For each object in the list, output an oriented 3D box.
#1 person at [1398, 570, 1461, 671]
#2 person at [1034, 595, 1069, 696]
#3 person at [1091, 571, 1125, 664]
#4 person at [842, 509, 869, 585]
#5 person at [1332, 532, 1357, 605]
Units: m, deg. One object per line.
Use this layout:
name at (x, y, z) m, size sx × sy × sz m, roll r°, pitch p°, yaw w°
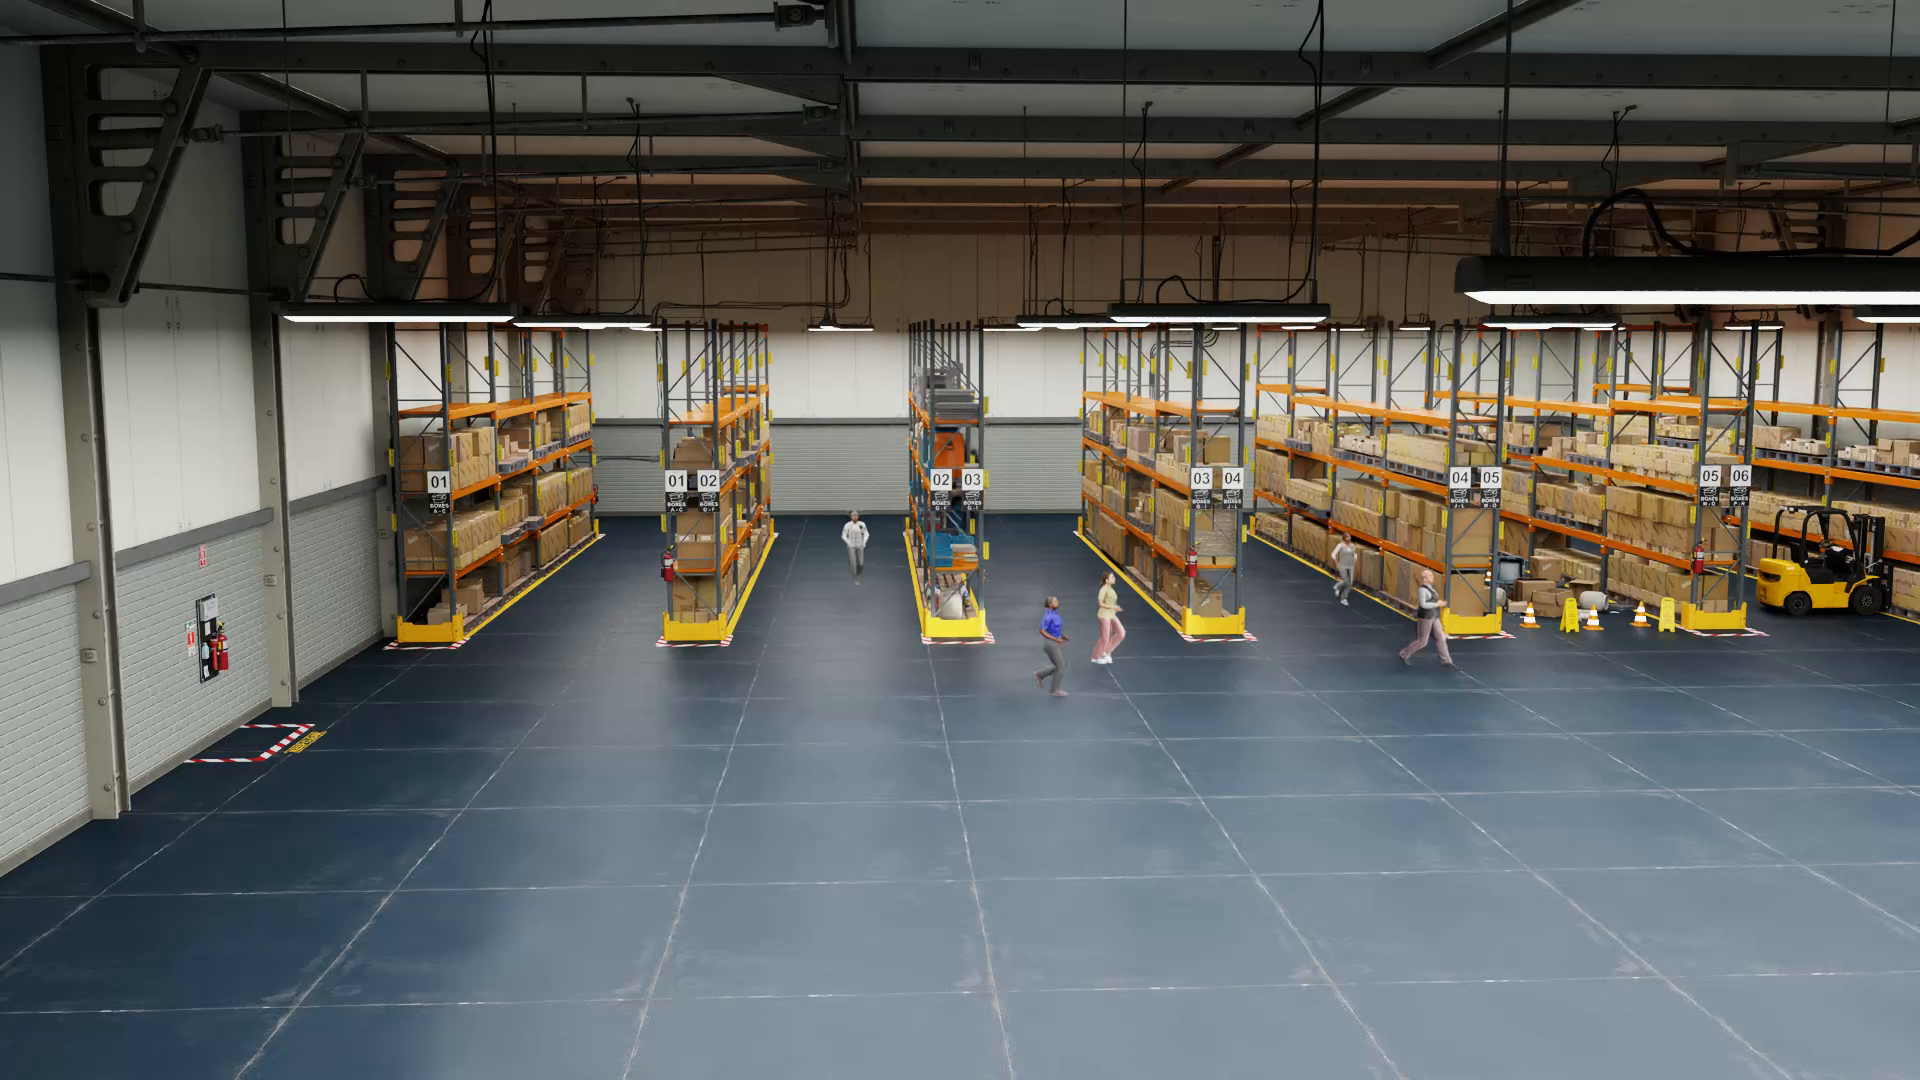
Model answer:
person at (8.019, 1.357, 28.331) m, size 1.025 × 1.692 × 0.665 m, roll 5°, pitch 9°, yaw 36°
person at (1.428, 1.672, 26.406) m, size 0.588 × 1.603 × 0.575 m, roll 2°, pitch 7°, yaw 18°
person at (2.563, 1.345, 28.827) m, size 0.616 × 1.635 × 0.562 m, roll 4°, pitch 8°, yaw 29°
person at (-2.256, 0.155, 36.082) m, size 0.592 × 1.666 × 0.501 m, roll -1°, pitch 7°, yaw -10°
person at (8.199, 0.600, 35.337) m, size 0.536 × 1.555 × 0.544 m, roll -2°, pitch 7°, yaw -14°
